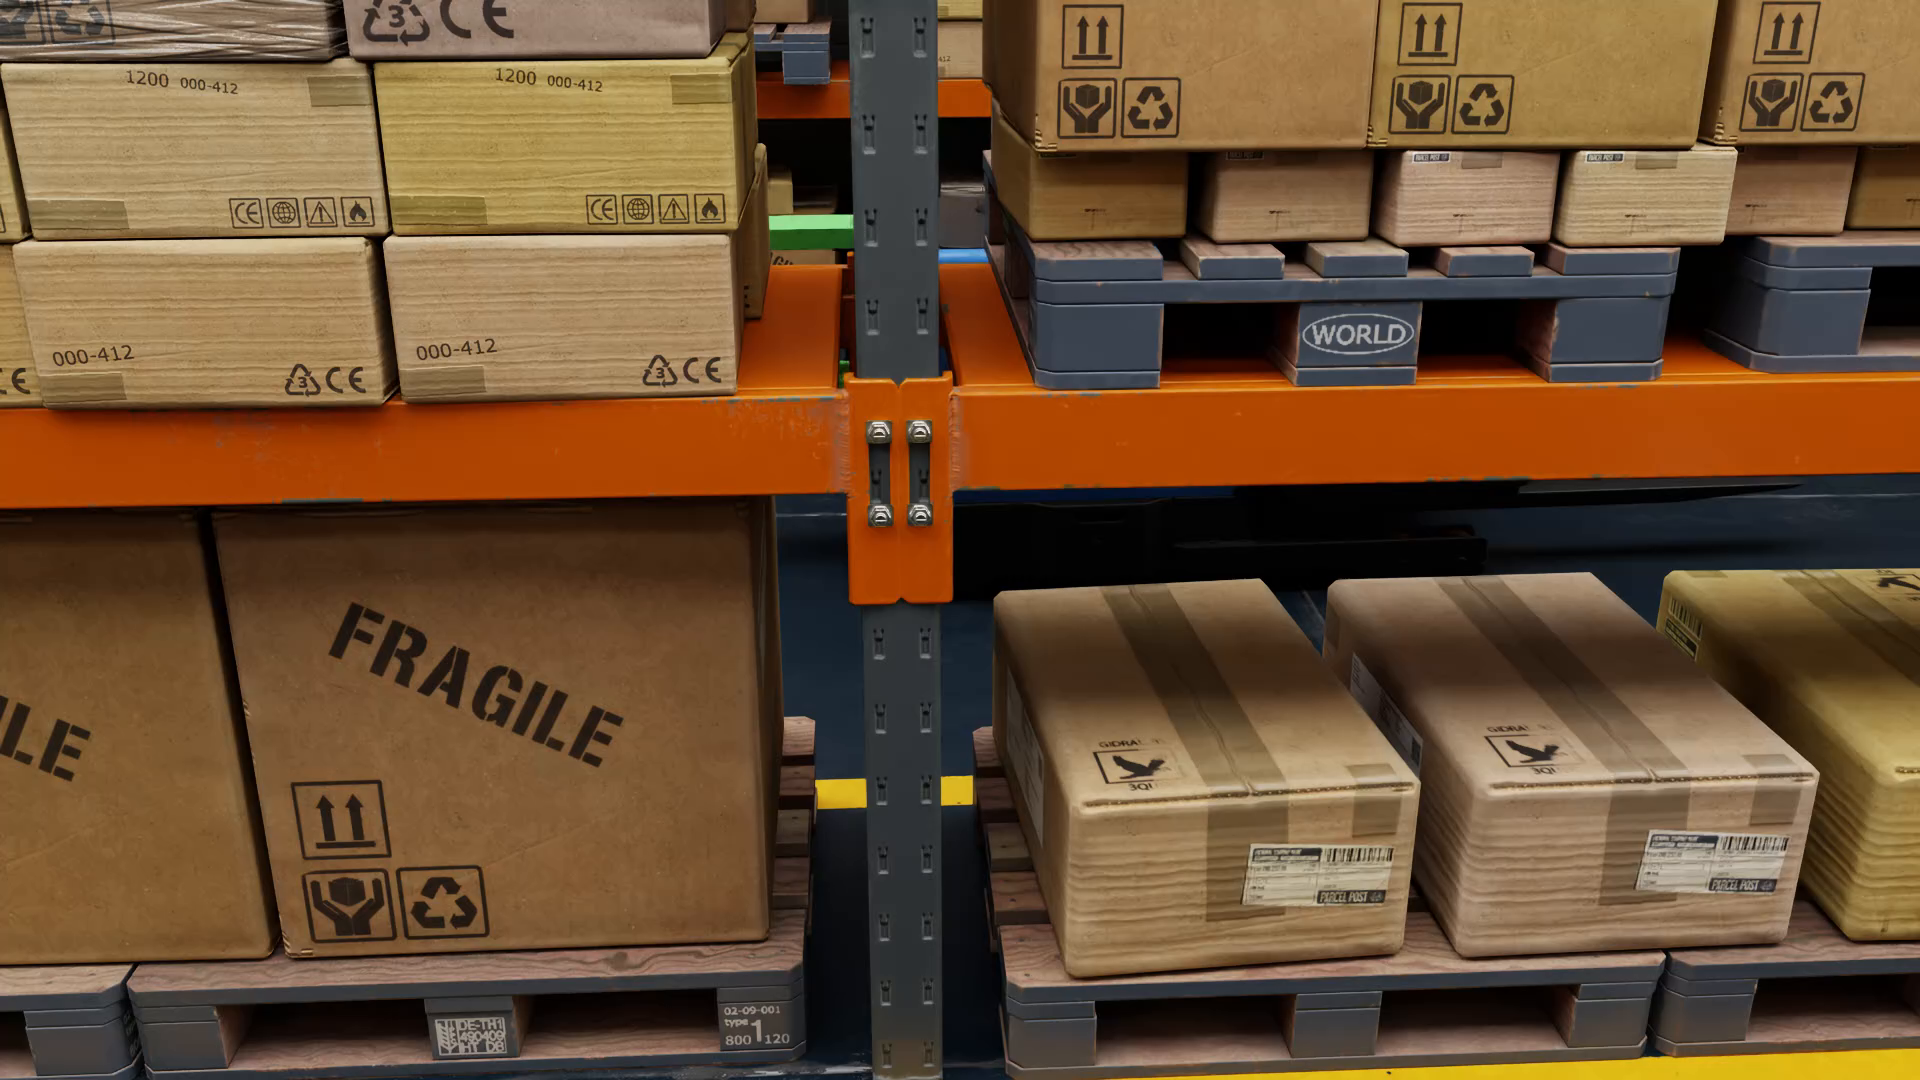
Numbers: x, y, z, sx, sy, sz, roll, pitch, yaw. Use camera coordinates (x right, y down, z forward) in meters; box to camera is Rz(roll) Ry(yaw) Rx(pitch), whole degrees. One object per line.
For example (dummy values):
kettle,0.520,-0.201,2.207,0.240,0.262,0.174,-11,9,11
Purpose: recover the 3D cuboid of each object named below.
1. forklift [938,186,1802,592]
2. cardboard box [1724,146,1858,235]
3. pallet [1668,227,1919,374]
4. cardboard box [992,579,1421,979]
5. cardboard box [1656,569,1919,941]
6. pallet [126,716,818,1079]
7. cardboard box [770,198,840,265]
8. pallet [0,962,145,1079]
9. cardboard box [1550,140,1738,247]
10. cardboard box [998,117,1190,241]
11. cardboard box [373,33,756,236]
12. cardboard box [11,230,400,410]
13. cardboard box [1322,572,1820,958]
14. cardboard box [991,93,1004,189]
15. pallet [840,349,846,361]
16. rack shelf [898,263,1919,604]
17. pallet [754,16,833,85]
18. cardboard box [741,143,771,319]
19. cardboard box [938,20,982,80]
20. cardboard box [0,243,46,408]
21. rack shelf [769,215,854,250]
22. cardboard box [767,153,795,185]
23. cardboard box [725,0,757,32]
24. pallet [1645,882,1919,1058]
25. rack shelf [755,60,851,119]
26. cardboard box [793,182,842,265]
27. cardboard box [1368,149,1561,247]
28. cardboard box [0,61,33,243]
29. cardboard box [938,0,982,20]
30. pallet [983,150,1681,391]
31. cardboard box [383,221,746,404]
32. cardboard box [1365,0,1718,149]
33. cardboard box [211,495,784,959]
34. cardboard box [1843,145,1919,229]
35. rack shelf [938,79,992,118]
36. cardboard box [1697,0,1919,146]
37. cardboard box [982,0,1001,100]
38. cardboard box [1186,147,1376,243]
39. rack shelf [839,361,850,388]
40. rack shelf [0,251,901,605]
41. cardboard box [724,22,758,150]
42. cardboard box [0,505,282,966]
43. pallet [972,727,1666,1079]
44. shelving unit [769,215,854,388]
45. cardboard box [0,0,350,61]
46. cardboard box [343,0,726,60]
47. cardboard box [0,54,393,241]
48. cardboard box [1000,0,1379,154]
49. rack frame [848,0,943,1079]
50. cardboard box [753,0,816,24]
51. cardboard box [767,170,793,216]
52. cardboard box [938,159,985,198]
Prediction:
forklift,1.242,-1.413,5.213,3.031,2.935,1.130,-2,21,-5
cardboard box,1.284,-0.622,2.801,0.250,0.149,0.380,0,21,0
pallet,1.851,-0.554,3.129,1.213,0.211,1.003,-1,21,-3
cardboard box,0.442,0.435,3.364,0.625,0.372,0.950,-3,21,-7
cardboard box,1.935,0.404,3.446,0.625,0.372,0.950,0,21,-1
pallet,-0.914,0.704,3.475,1.213,0.211,1.003,-1,21,-3
cardboard box,-0.820,-1.295,7.729,0.500,0.500,0.500,-1,21,-1
pallet,-2.130,0.728,3.413,1.213,0.211,1.003,-1,21,-3
cardboard box,1.048,-0.589,2.715,0.250,0.149,0.380,-1,21,-3
cardboard box,0.212,-0.608,2.765,0.250,0.149,0.380,-2,21,-6
cardboard box,-0.592,-0.652,2.626,0.500,0.250,0.500,-1,21,-3
cardboard box,-1.122,-0.400,2.666,0.500,0.250,0.500,-1,21,-2
cardboard box,1.178,0.418,3.411,0.625,0.372,0.950,-2,21,-4
cardboard box,0.191,-0.757,3.158,0.250,0.149,0.380,0,21,-1
pallet,-1.158,-1.047,8.073,1.213,0.211,1.003,-1,21,-3
rack shelf,1.874,-0.293,3.185,4.000,0.370,1.077,-1,21,-3
pallet,-1.083,-2.223,7.514,1.003,0.211,1.213,-1,21,-3
cardboard box,-0.626,-0.598,3.186,0.500,0.250,0.500,-2,21,-4
cardboard box,0.047,-2.204,7.404,0.500,0.250,0.500,-1,21,-3
cardboard box,-1.626,-0.395,2.654,0.500,0.250,0.500,-1,21,-4
rack shelf,-0.524,-0.933,5.215,0.480,0.148,0.258,-2,21,-5
cardboard box,-0.949,-1.783,8.099,0.250,0.149,0.380,0,21,0
cardboard box,-0.629,-1.179,2.957,0.500,0.500,0.500,-2,21,-5
pallet,1.872,0.676,3.549,1.213,0.211,1.003,-1,21,-3
rack shelf,-2.407,-1.975,7.603,4.000,0.370,1.077,-1,21,-3
cardboard box,-0.847,-1.471,8.191,0.500,0.500,0.500,0,21,-1
cardboard box,0.772,-0.591,2.720,0.250,0.149,0.380,-3,21,-7
cardboard box,-1.614,-0.622,2.548,0.500,0.250,0.500,-2,21,-4
cardboard box,0.048,-2.428,7.292,0.500,0.250,0.500,-1,21,-3
pallet,0.582,-0.551,3.122,1.003,0.211,1.213,-1,21,-3
cardboard box,-0.613,-0.416,2.708,0.500,0.250,0.500,-2,21,-5
cardboard box,0.859,-0.910,2.648,0.500,0.500,0.500,0,21,0
cardboard box,-0.817,0.193,3.295,0.875,0.875,0.875,-1,21,-4
cardboard box,1.564,-0.641,2.852,0.250,0.149,0.380,0,21,-1
rack shelf,1.587,-2.056,7.817,4.000,0.370,1.077,-1,21,-3
cardboard box,1.389,-0.924,2.682,0.500,0.500,0.500,-1,21,-2
cardboard box,0.315,-1.078,3.089,0.500,0.500,0.500,-2,21,-5
cardboard box,0.496,-0.602,2.748,0.250,0.149,0.380,-2,21,-6
rack shelf,-0.524,-0.484,5.386,0.480,0.148,0.258,-2,21,-5
rack shelf,-2.120,-0.212,2.972,4.000,0.370,1.077,-1,21,-3
cardboard box,-0.643,-0.829,3.092,0.500,0.250,0.500,-1,21,-3
cardboard box,-1.708,0.209,3.251,0.875,0.875,0.875,-1,21,-2
pallet,0.657,0.699,3.487,1.213,0.211,1.003,-1,21,-3
shelving unit,-0.524,-0.544,5.363,0.503,1.200,0.258,-2,21,-5
cardboard box,-1.136,-0.986,2.448,0.500,0.500,0.500,-1,21,-2
cardboard box,-0.624,-0.999,2.483,0.500,0.500,0.500,-2,21,-5
cardboard box,-1.104,-0.640,2.595,0.500,0.250,0.500,-2,21,-4
cardboard box,0.339,-0.897,2.613,0.500,0.500,0.500,-2,21,-5
rack frame,-0.123,-0.588,2.951,0.127,3.000,1.000,-1,21,-3
cardboard box,-0.933,-2.640,7.608,0.500,0.500,0.500,0,21,-1
cardboard box,-0.889,-1.583,7.574,0.250,0.149,0.380,-2,21,-6
cardboard box,0.213,-1.446,7.950,0.625,0.625,0.875,-1,21,-1
